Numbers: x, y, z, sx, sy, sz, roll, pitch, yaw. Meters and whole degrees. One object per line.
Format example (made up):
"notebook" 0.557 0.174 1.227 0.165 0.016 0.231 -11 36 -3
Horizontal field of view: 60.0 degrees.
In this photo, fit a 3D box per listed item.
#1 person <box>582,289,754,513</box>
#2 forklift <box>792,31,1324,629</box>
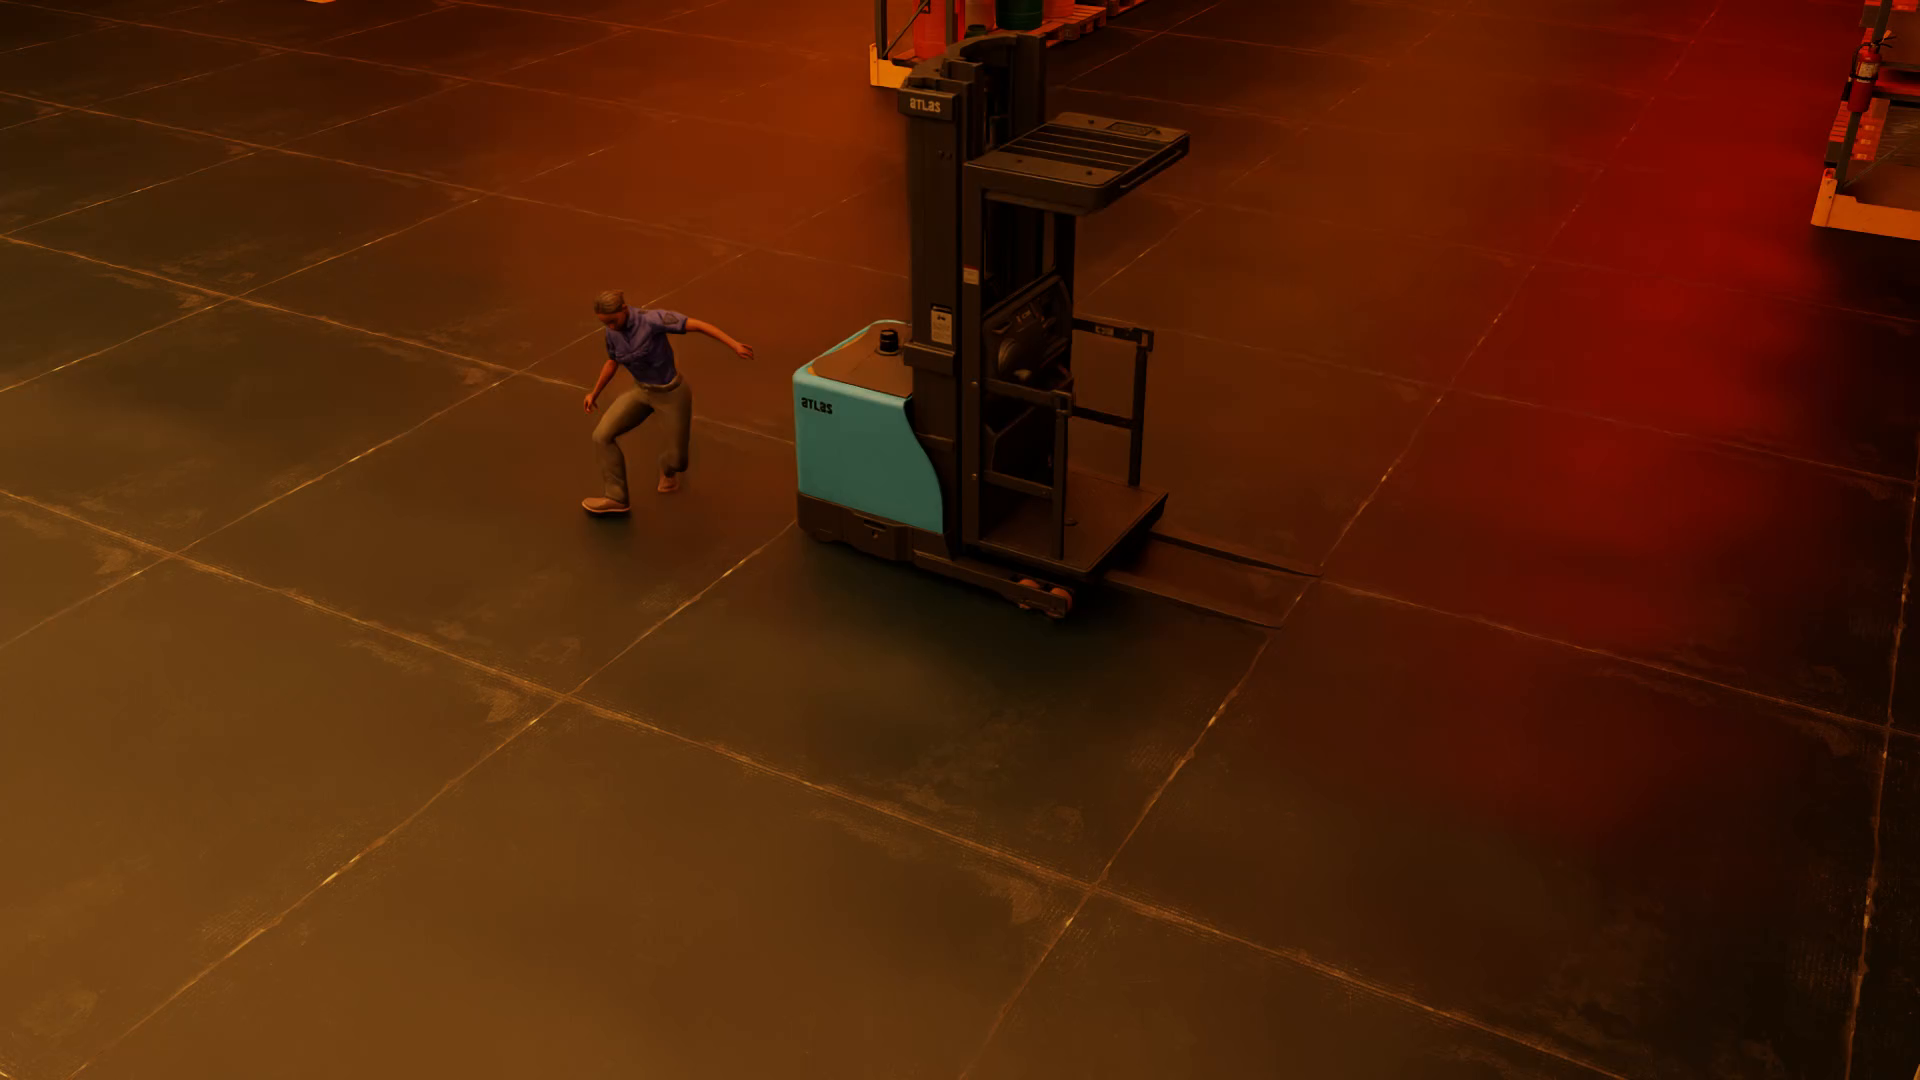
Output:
"person" -1.797 -0.823 9.985 1.105 1.449 0.659 14 33 23
"forklift" 0.551 -1.137 9.041 3.031 2.935 1.130 16 34 26
